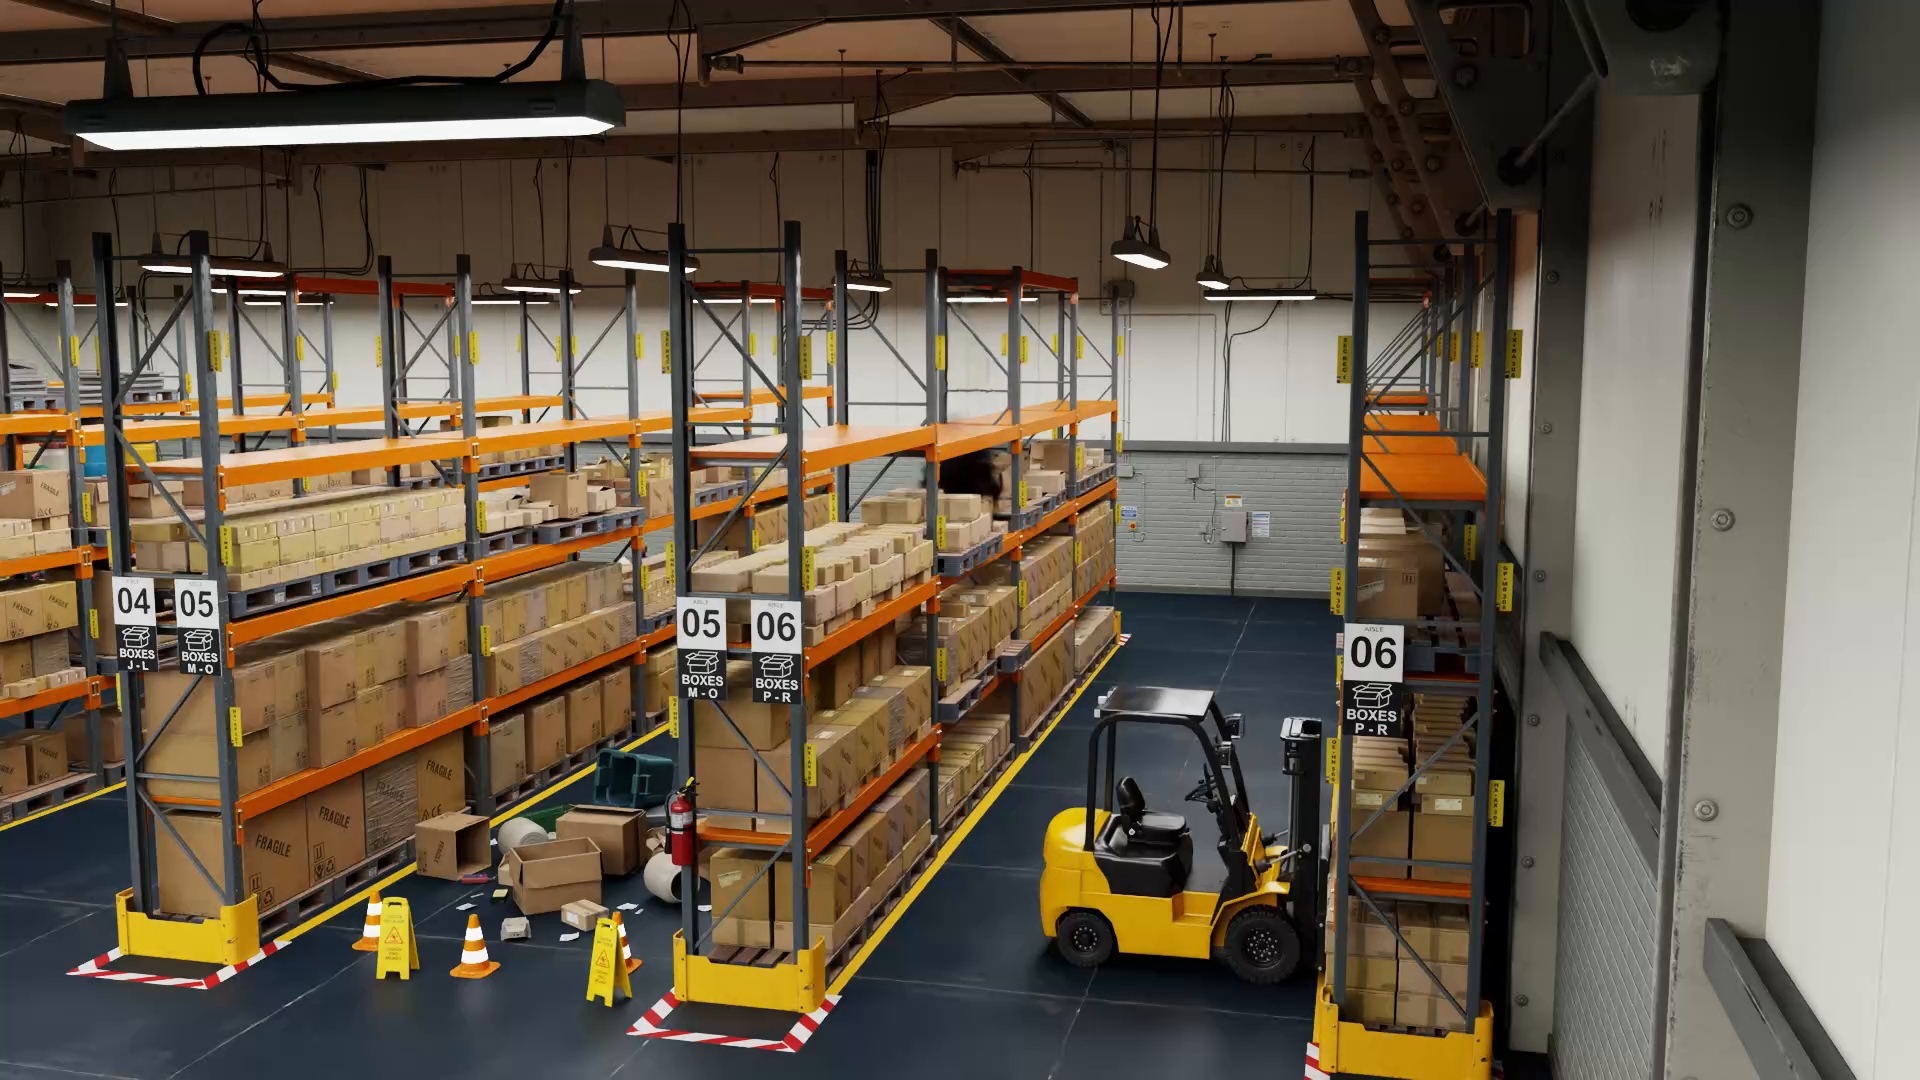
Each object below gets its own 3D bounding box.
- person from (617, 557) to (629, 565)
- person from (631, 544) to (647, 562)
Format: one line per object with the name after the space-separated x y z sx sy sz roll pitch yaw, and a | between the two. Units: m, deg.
-5.203 1.168 25.658 0.642 1.836 0.799 1 7 8 | person
-5.495 0.862 28.831 0.574 1.591 0.584 1 7 10 | person
